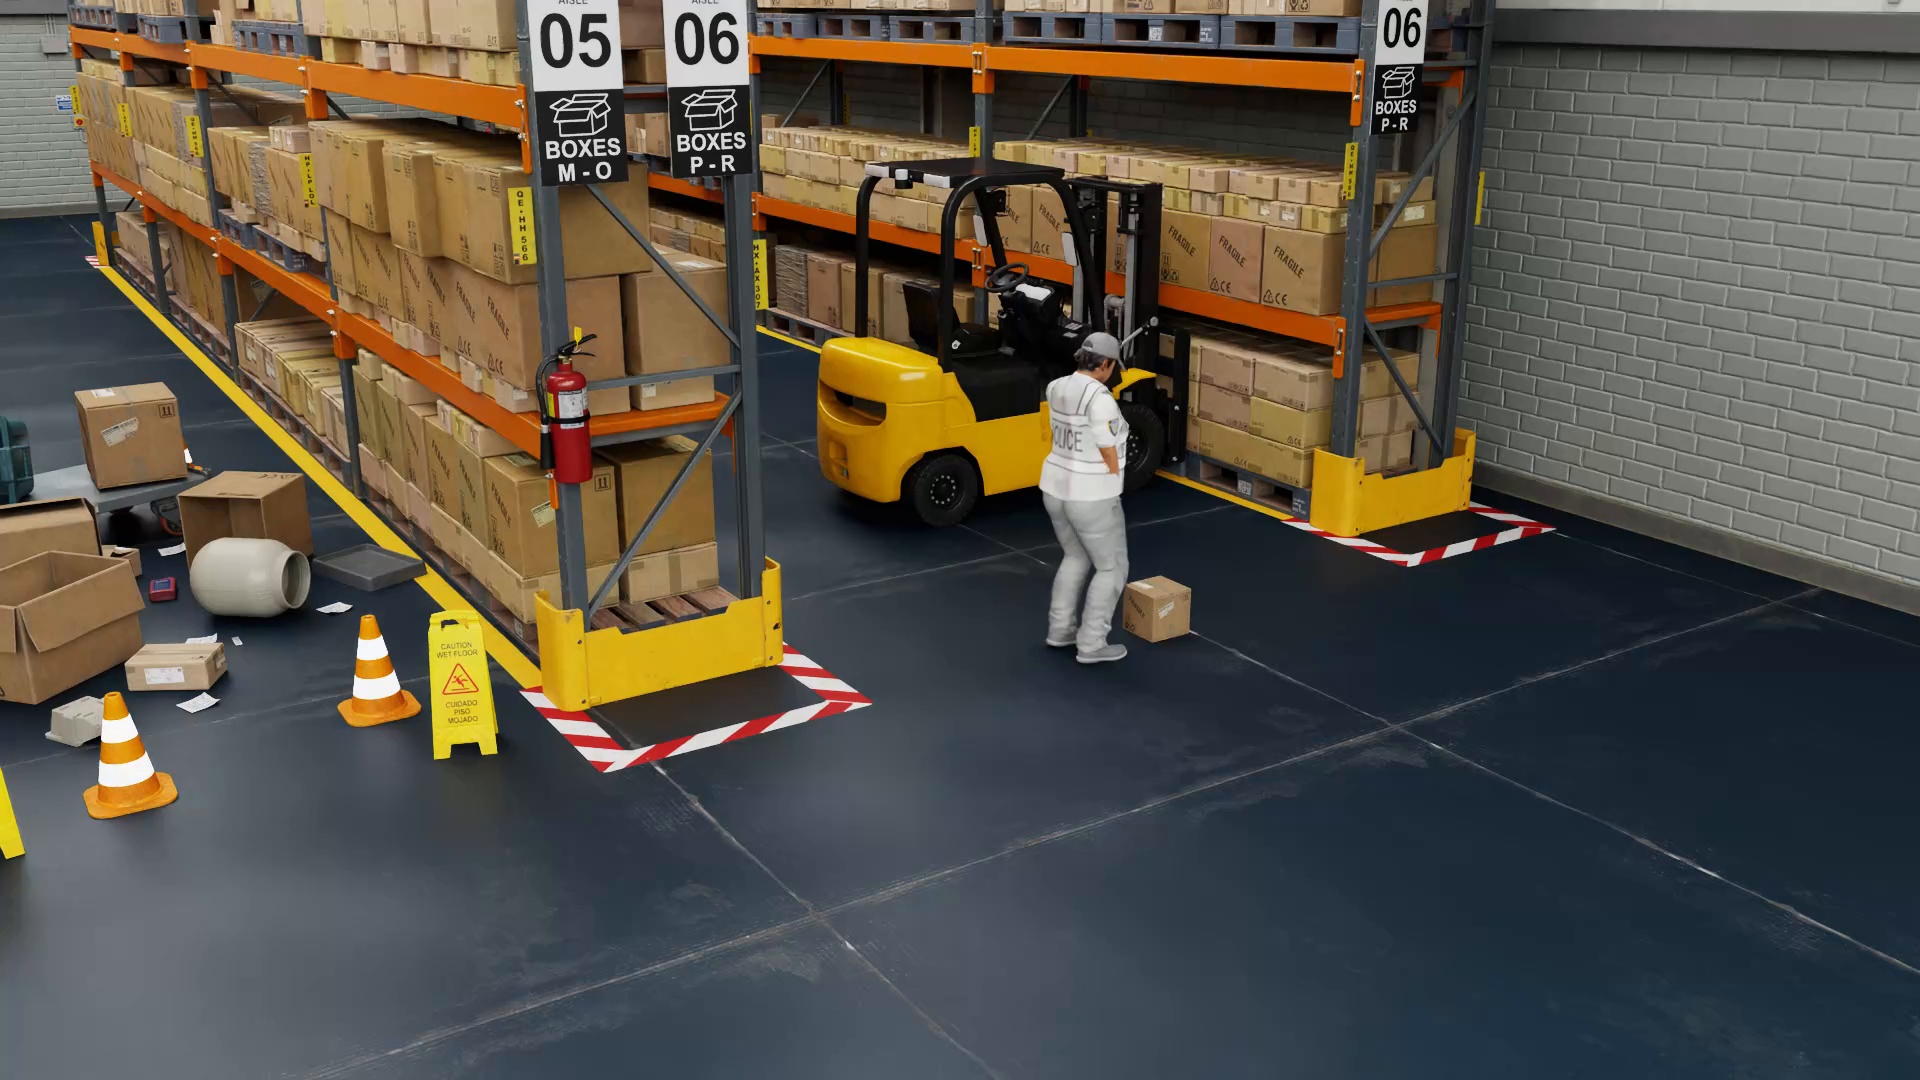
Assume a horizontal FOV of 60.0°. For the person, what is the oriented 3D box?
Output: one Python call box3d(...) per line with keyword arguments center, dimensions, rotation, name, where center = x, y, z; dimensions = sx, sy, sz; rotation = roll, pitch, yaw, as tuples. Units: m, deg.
box3d(center=(0.625, -0.215, 8.268), dimensions=(0.440, 1.638, 0.486), rotation=(-11, 21, -30), name="person")
